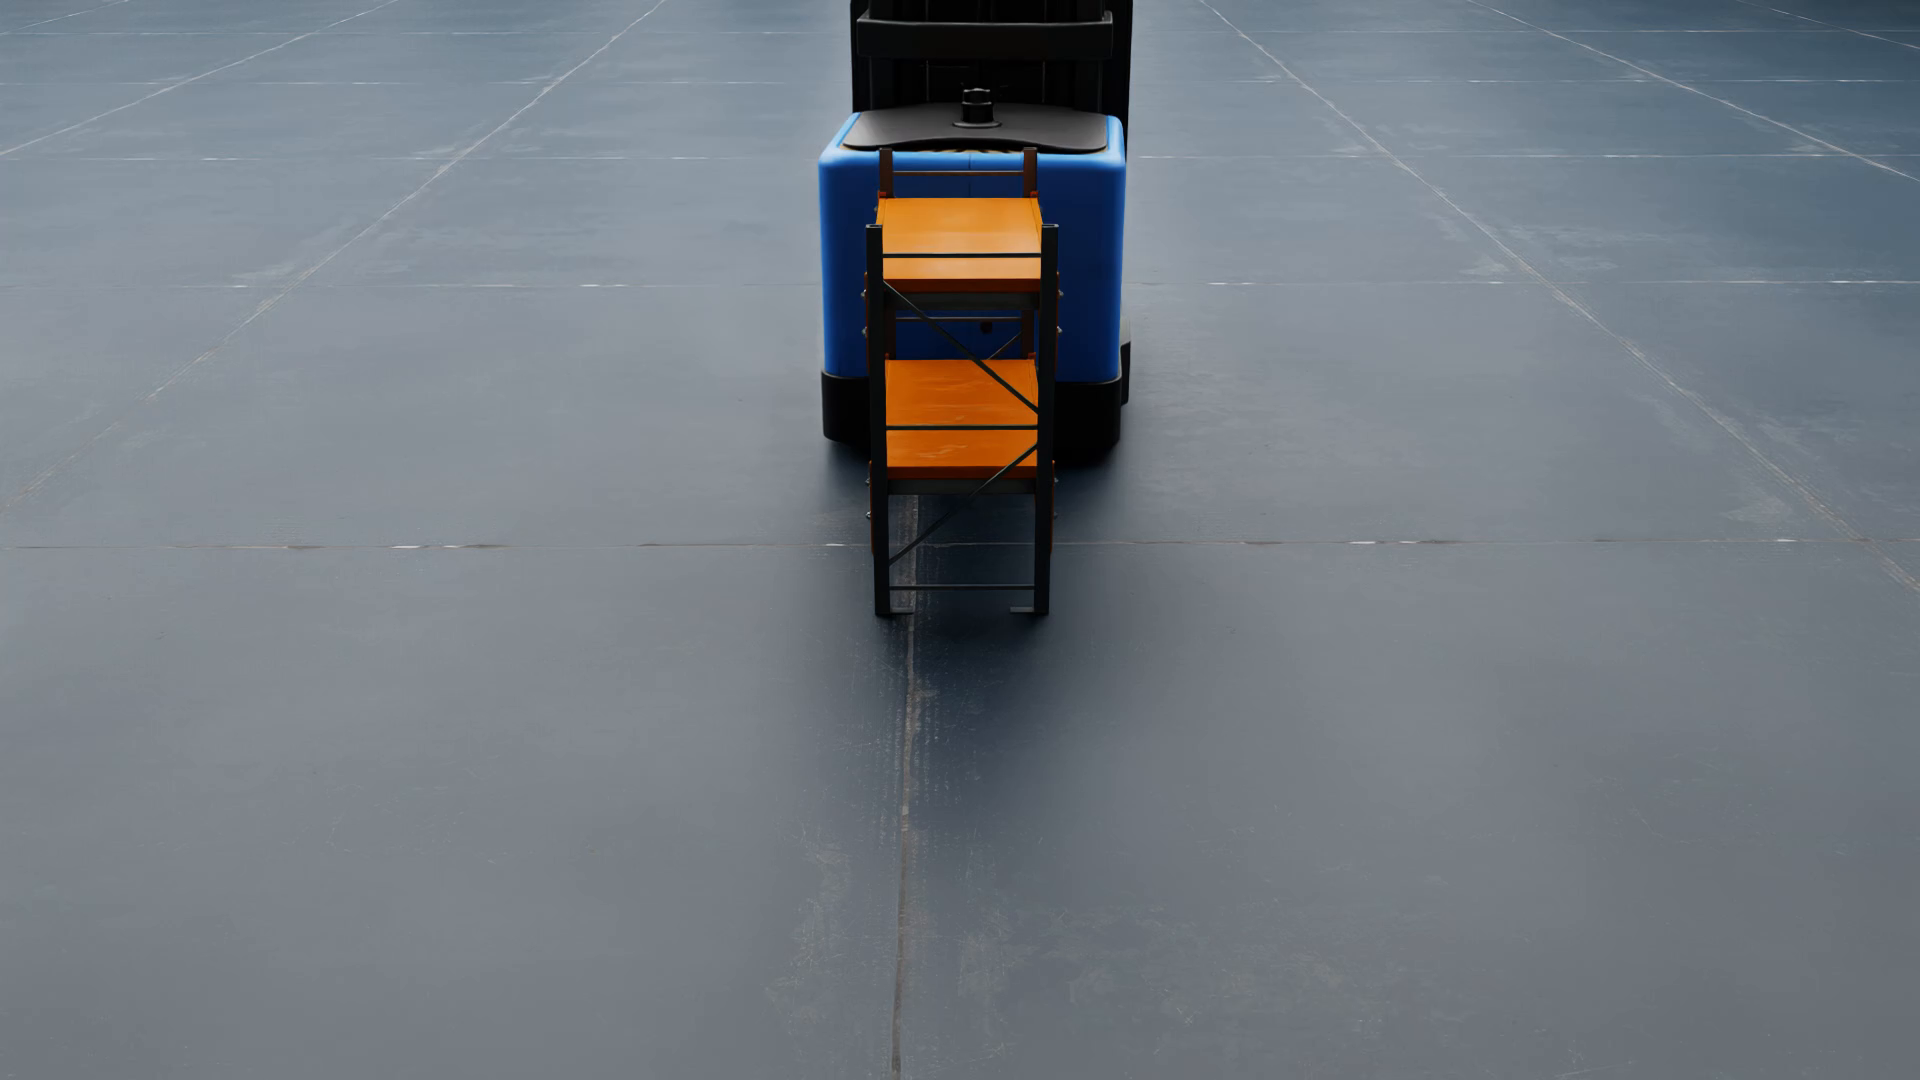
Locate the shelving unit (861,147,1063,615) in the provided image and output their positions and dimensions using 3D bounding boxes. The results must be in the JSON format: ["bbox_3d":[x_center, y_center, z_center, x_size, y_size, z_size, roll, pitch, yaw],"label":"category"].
[{"bbox_3d":[0.000,-0.515,5.024,0.538,1.125,1.048,0,24,-1],"label":"shelving unit"}]

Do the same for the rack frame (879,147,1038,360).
[{"bbox_3d":[-0.006,-0.725,5.487,0.500,1.125,0.032,0,24,-1],"label":"rack frame"}]

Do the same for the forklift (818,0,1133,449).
[{"bbox_3d":[0.139,-2.218,6.598,1.130,2.935,3.031,2,24,4],"label":"forklift"}]

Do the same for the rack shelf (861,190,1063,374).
[{"bbox_3d":[0.000,-0.782,4.904,0.538,0.278,1.000,0,24,-1],"label":"rack shelf"}]

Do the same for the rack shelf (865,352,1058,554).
[{"bbox_3d":[0.000,-0.293,5.125,0.538,0.278,1.000,0,24,-1],"label":"rack shelf"}]

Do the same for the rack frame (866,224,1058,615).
[{"bbox_3d":[0.005,-0.306,4.561,0.500,1.125,0.032,0,24,-1],"label":"rack frame"}]
